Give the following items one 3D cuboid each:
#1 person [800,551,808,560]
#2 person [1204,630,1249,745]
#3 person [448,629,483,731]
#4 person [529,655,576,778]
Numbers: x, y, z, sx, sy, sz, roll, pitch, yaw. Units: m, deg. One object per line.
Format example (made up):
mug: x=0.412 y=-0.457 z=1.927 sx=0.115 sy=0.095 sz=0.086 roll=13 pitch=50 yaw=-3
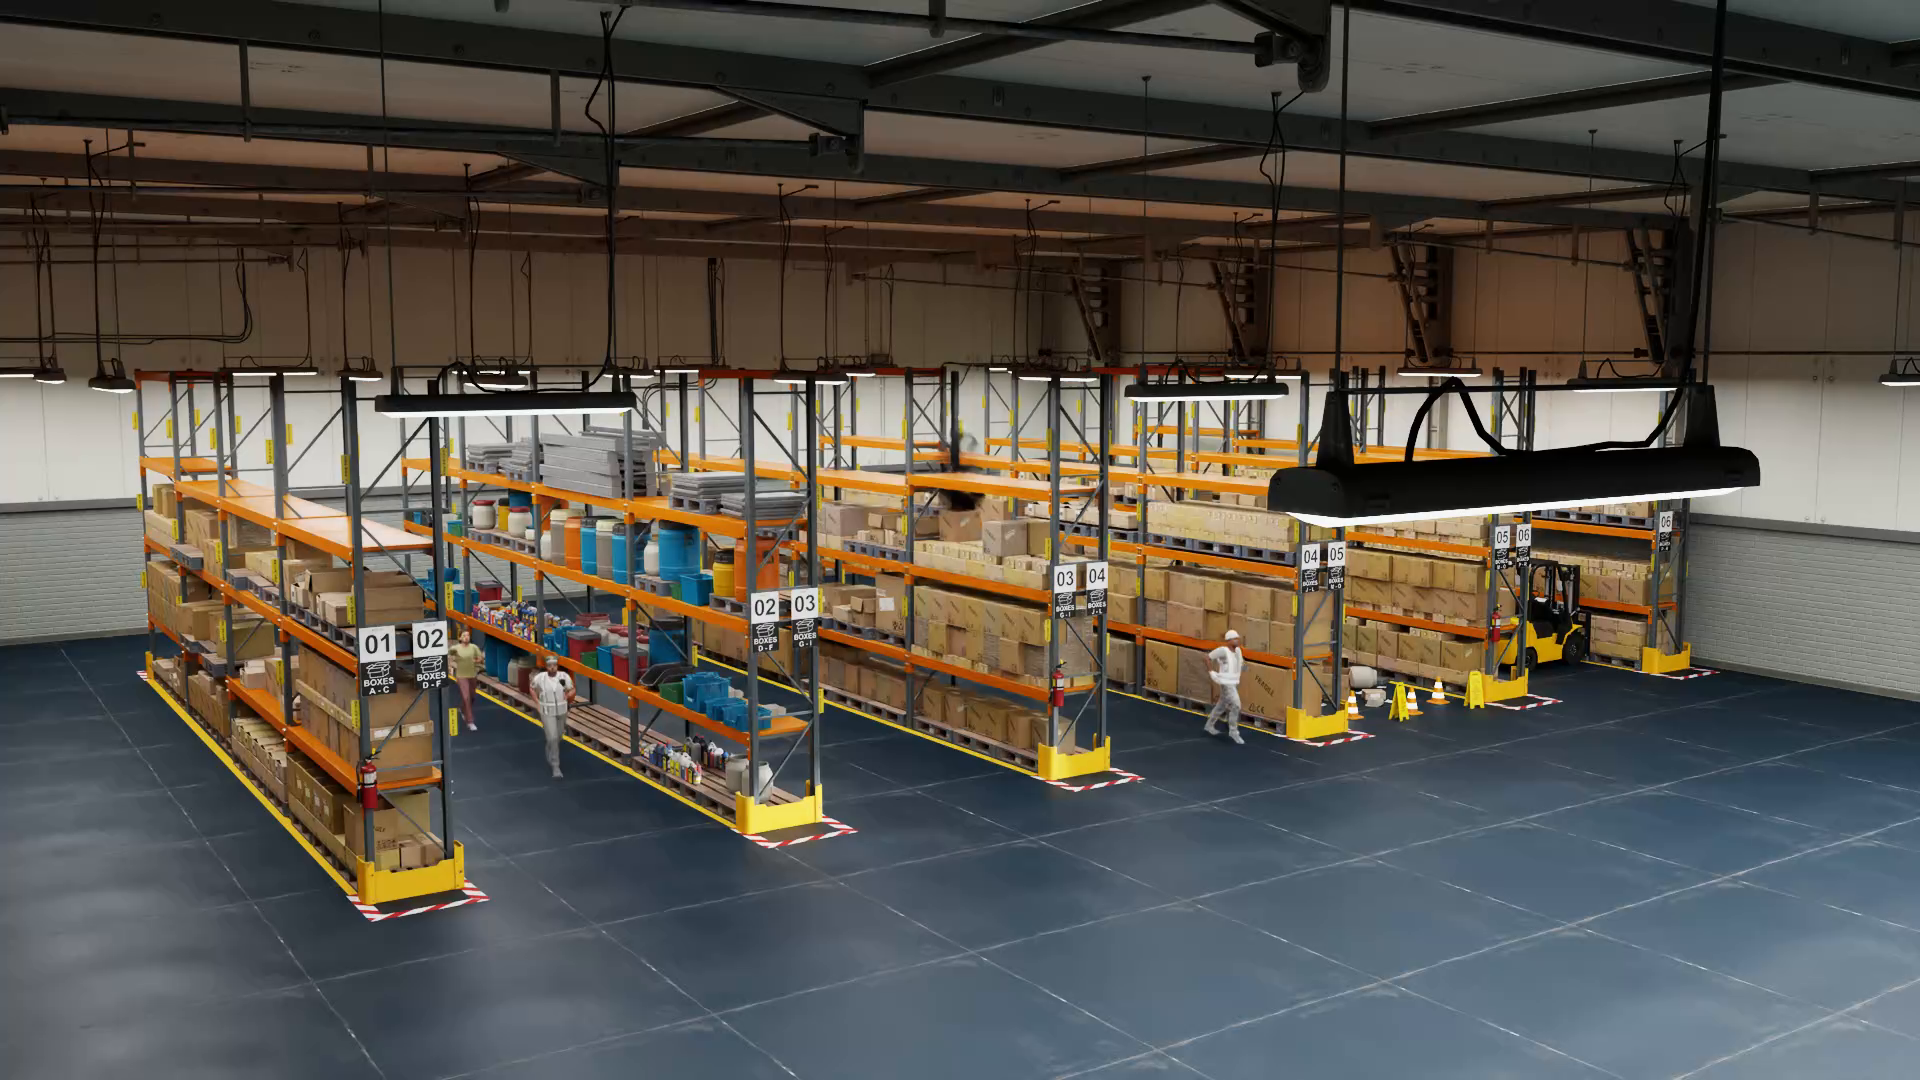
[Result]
person: x=-3.976 y=0.789 z=41.323 sx=0.676 sy=1.804 sz=0.838 roll=4 pitch=8 yaw=34
person: x=4.383 y=2.375 z=27.210 sx=0.812 sy=1.816 sz=0.672 roll=5 pitch=8 yaw=37
person: x=-8.325 y=2.316 z=28.041 sx=0.574 sy=1.654 sz=0.969 roll=-5 pitch=8 yaw=-36
person: x=-6.125 y=2.617 z=25.146 sx=0.640 sy=1.818 sz=0.891 roll=-4 pitch=7 yaw=-30
